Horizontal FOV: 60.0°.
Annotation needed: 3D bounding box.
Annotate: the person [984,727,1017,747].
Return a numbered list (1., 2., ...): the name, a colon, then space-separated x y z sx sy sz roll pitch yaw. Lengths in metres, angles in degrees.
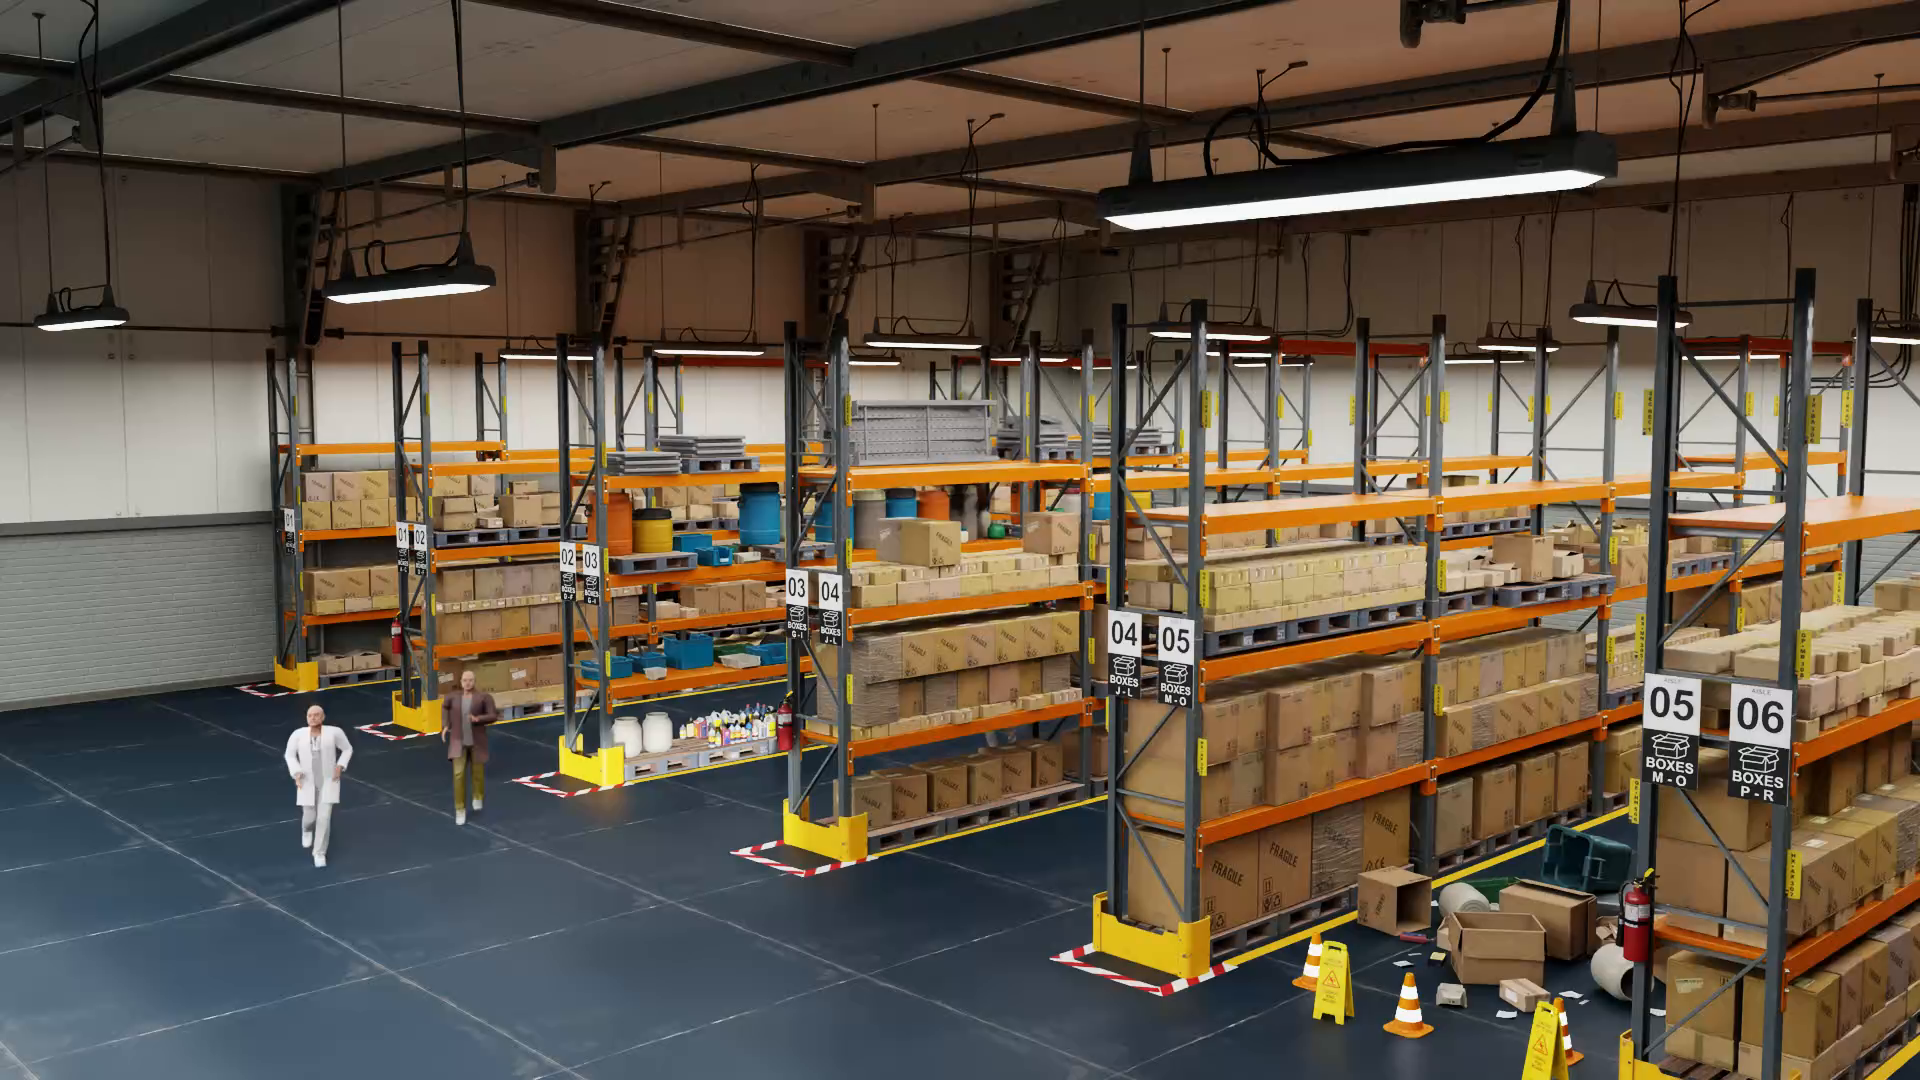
1. person: 0.523 2.272 24.060 0.614 1.638 0.598 4 6 35

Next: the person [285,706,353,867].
1. person: -7.135 2.701 18.539 0.712 1.758 0.735 -2 5 -17

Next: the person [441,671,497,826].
1. person: -6.013 2.513 20.377 0.673 1.846 0.863 -1 5 -13

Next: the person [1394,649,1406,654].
1. person: 6.048 2.345 22.828 0.540 1.716 0.826 4 7 41
